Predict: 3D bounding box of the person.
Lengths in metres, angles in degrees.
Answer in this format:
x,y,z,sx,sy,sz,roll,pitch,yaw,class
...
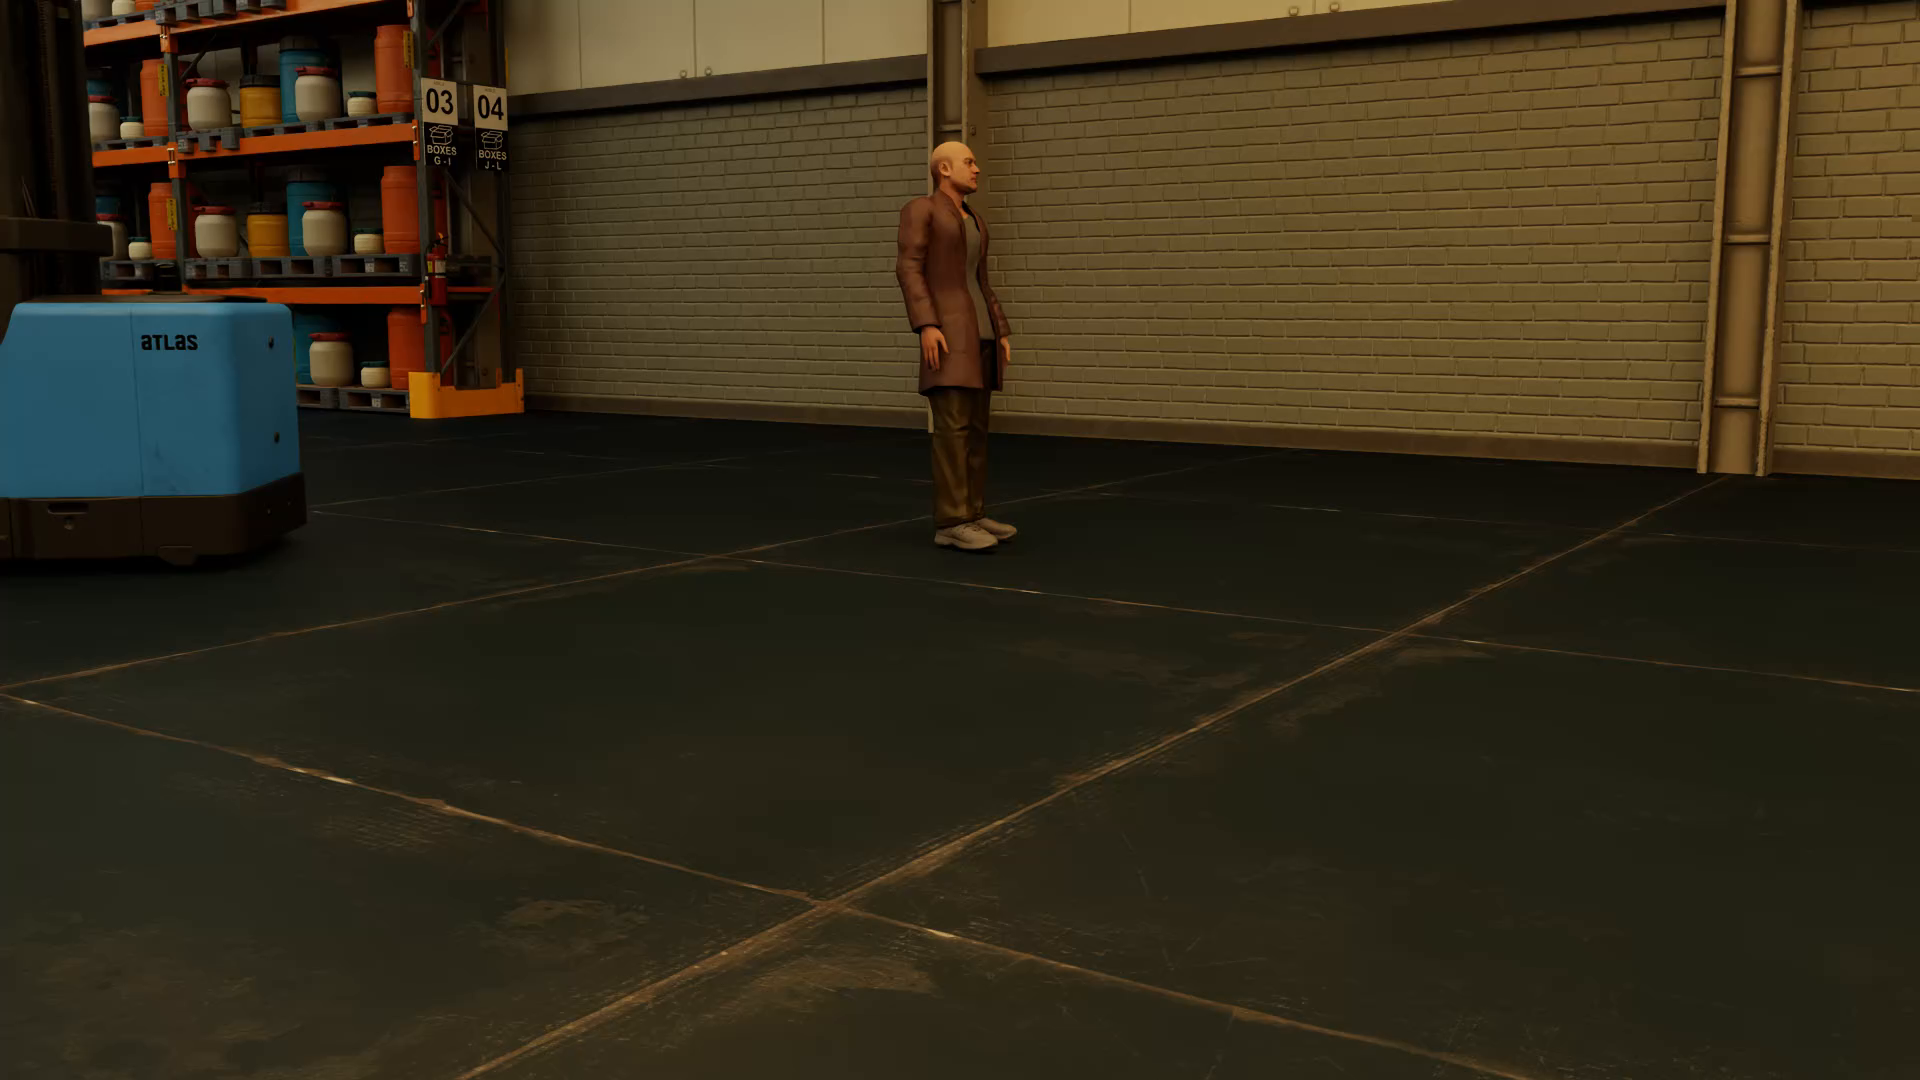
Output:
x,y,z,sx,sy,sz,roll,pitch,yaw,class
0.074,-0.880,7.423,0.579,1.777,0.698,5,10,34,person

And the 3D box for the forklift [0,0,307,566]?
x,y,z,sx,sy,sz,roll,pitch,yaw,class
-4.443,-1.368,6.815,3.031,2.935,1.130,-1,8,-7,forklift
